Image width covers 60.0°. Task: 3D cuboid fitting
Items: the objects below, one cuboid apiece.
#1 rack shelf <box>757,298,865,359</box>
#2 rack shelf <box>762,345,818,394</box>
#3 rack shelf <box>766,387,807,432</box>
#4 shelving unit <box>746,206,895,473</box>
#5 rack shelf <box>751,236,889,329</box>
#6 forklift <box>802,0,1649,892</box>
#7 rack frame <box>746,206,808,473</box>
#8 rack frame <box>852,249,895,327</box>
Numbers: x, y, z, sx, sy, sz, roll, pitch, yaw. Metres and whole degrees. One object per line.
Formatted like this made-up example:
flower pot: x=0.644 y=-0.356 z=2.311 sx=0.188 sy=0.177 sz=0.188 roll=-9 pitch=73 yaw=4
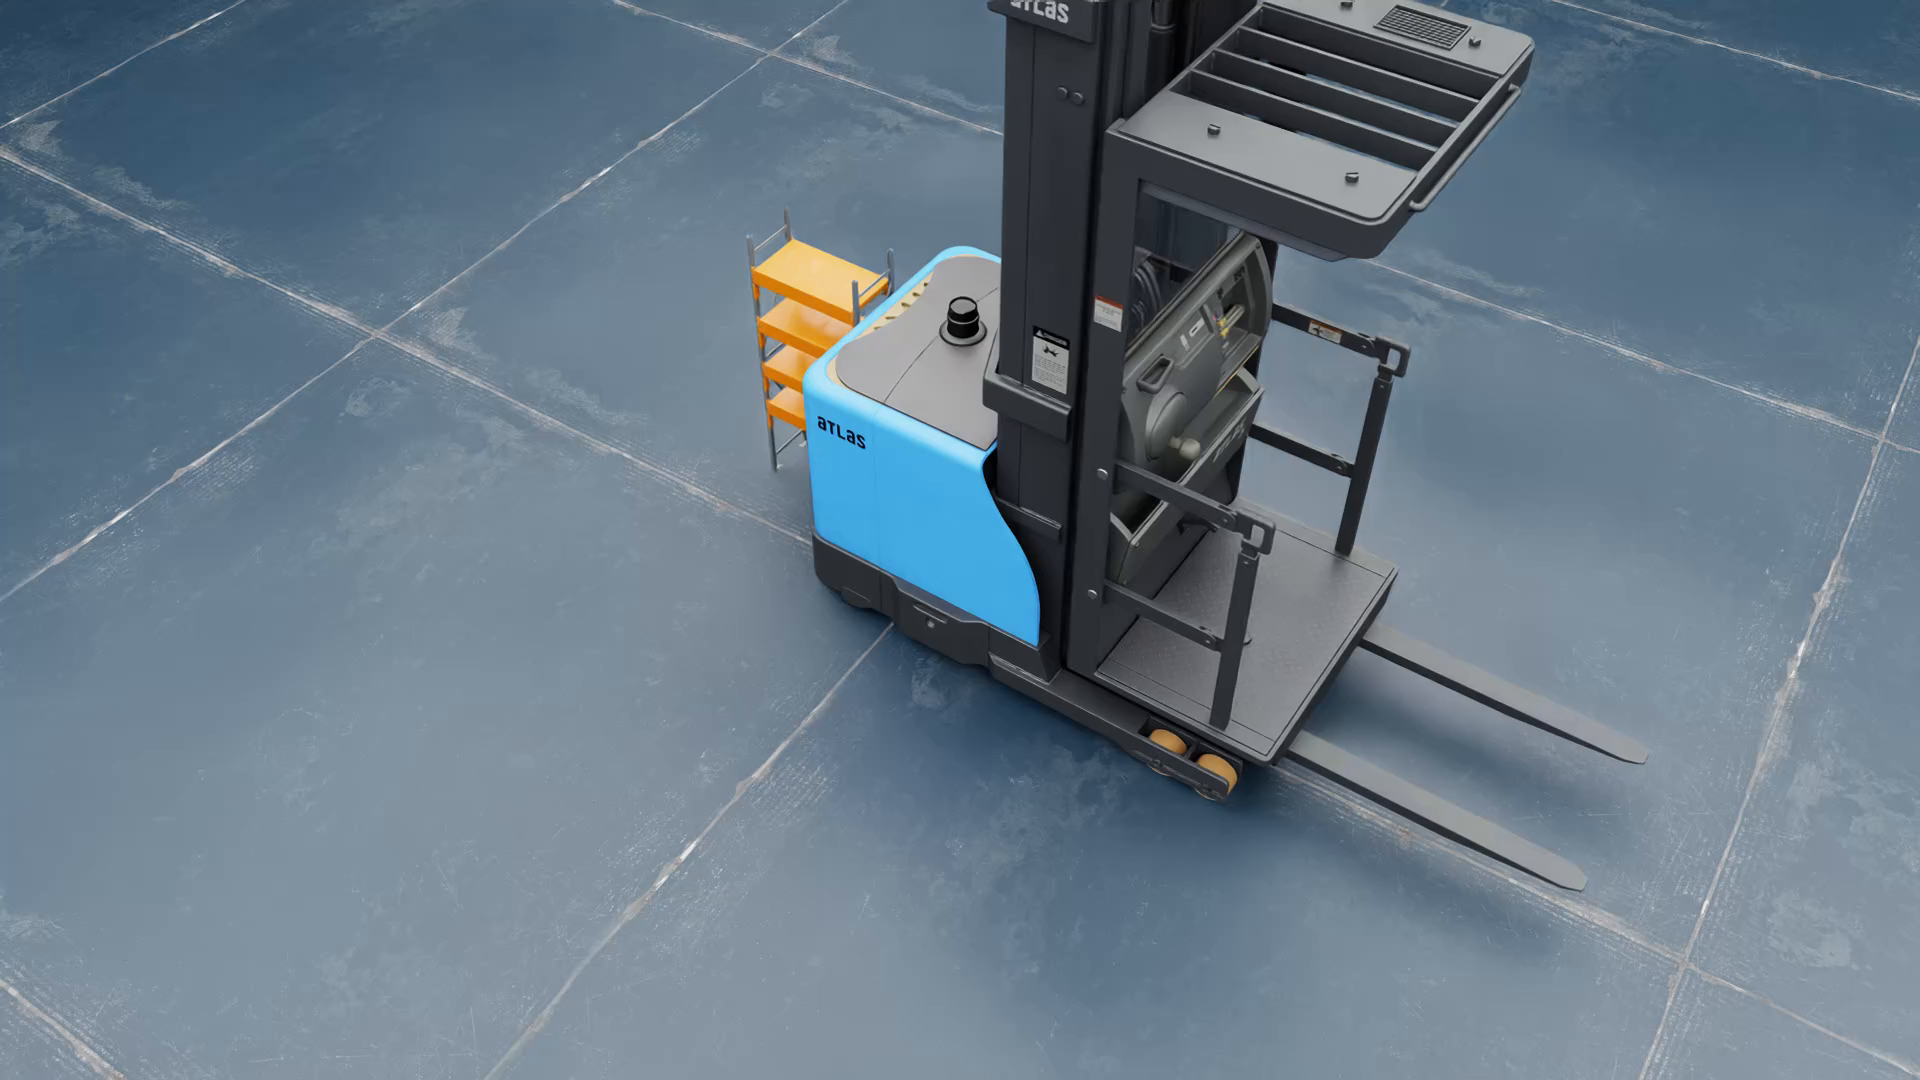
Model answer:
rack shelf: x=-0.519 y=-0.787 z=6.460 sx=0.480 sy=0.148 sz=0.258 roll=26 pitch=51 yaw=23
rack shelf: x=-0.519 y=-0.631 z=6.620 sx=0.480 sy=0.148 sz=0.258 roll=26 pitch=51 yaw=23
rack shelf: x=-0.519 y=-0.492 z=6.762 sx=0.480 sy=0.148 sz=0.258 roll=26 pitch=51 yaw=23
shelving unit: x=-0.519 y=-0.678 z=6.572 sx=0.503 sy=1.200 sz=0.258 roll=26 pitch=51 yaw=23
rack shelf: x=-0.519 y=-0.951 z=6.290 sx=0.480 sy=0.148 sz=0.258 roll=26 pitch=51 yaw=23
forklift: x=0.935 y=-0.544 z=5.235 sx=3.031 sy=2.935 sz=1.130 roll=26 pitch=51 yaw=23
rack frame: x=-0.721 y=-0.776 z=6.667 sx=0.015 sy=1.200 sz=0.240 roll=26 pitch=51 yaw=23
rack frame: x=-0.317 y=-0.579 z=6.476 sx=0.015 sy=1.200 sz=0.240 roll=26 pitch=51 yaw=23
